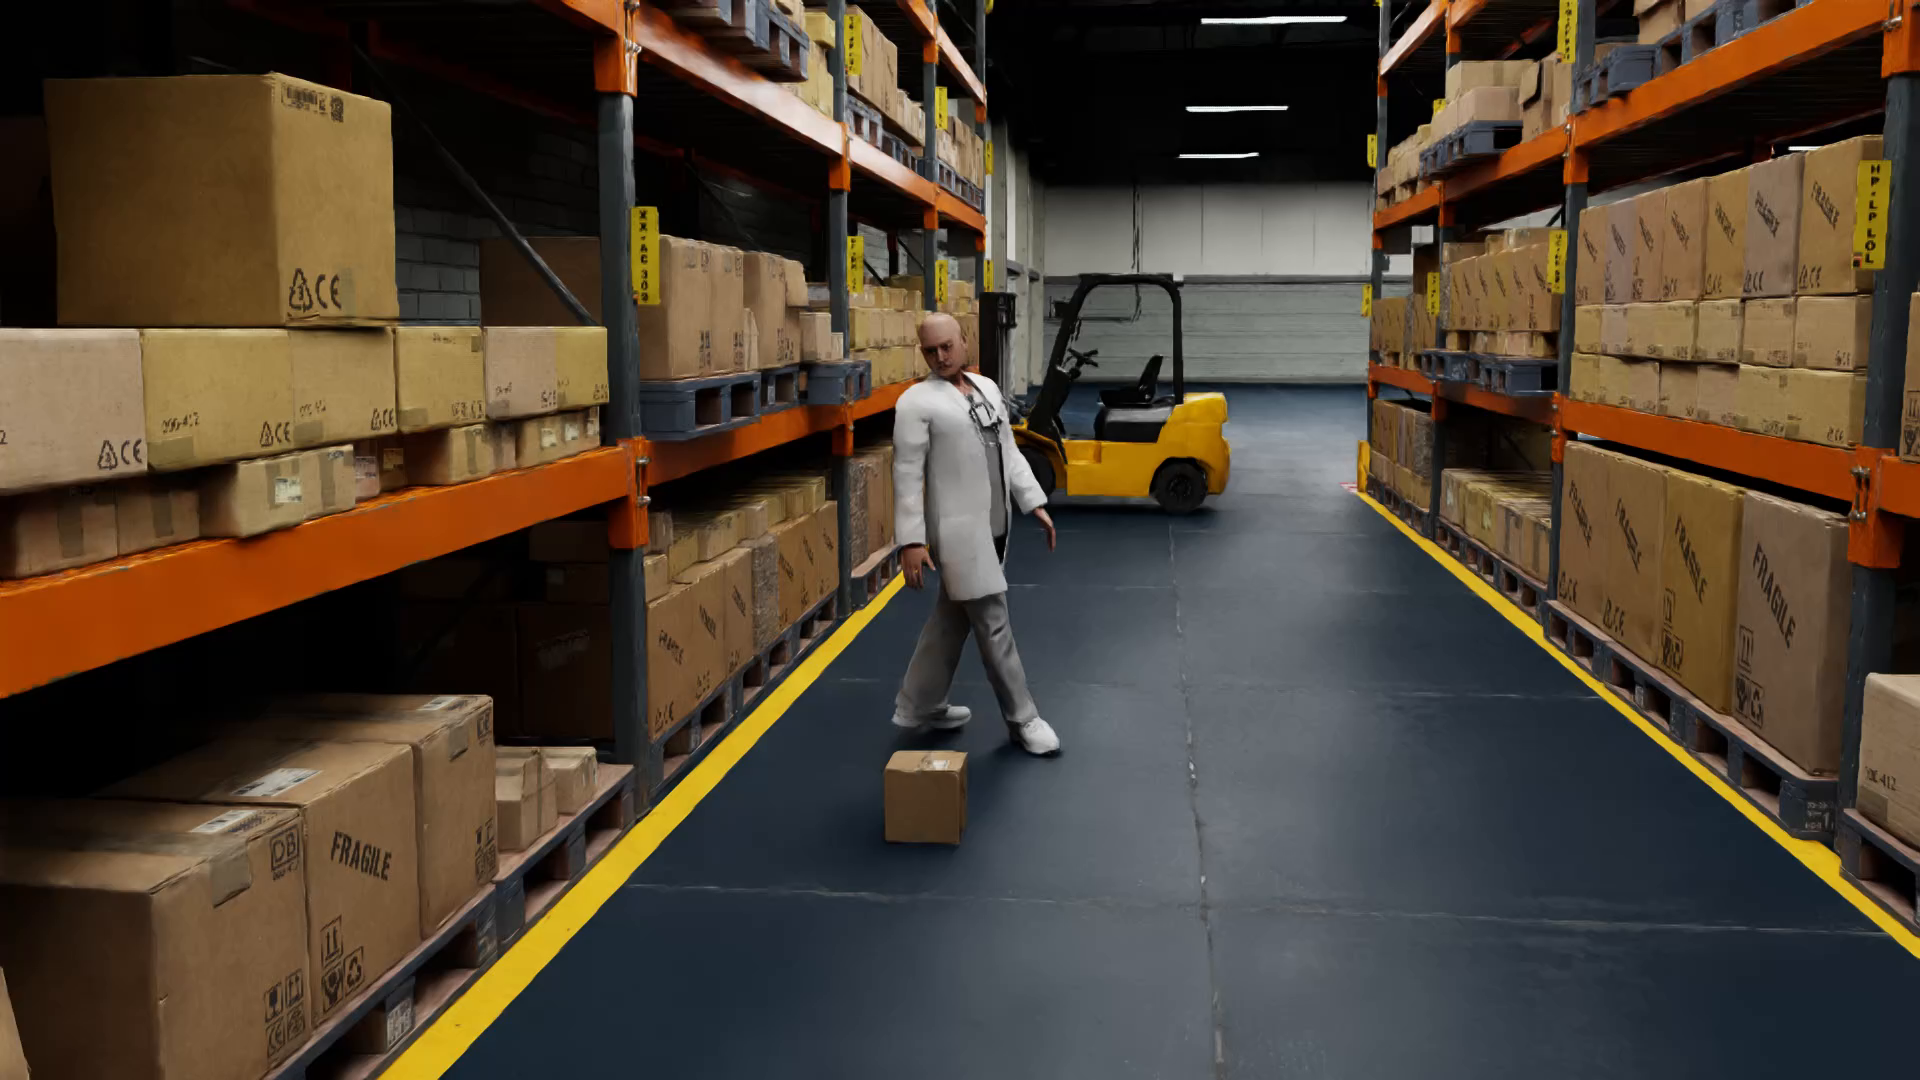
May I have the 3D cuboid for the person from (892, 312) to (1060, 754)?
[{"bbox_3d":[0.052,-0.030,6.643,0.763,1.742,0.615,4,8,27],"label":"person"}]
